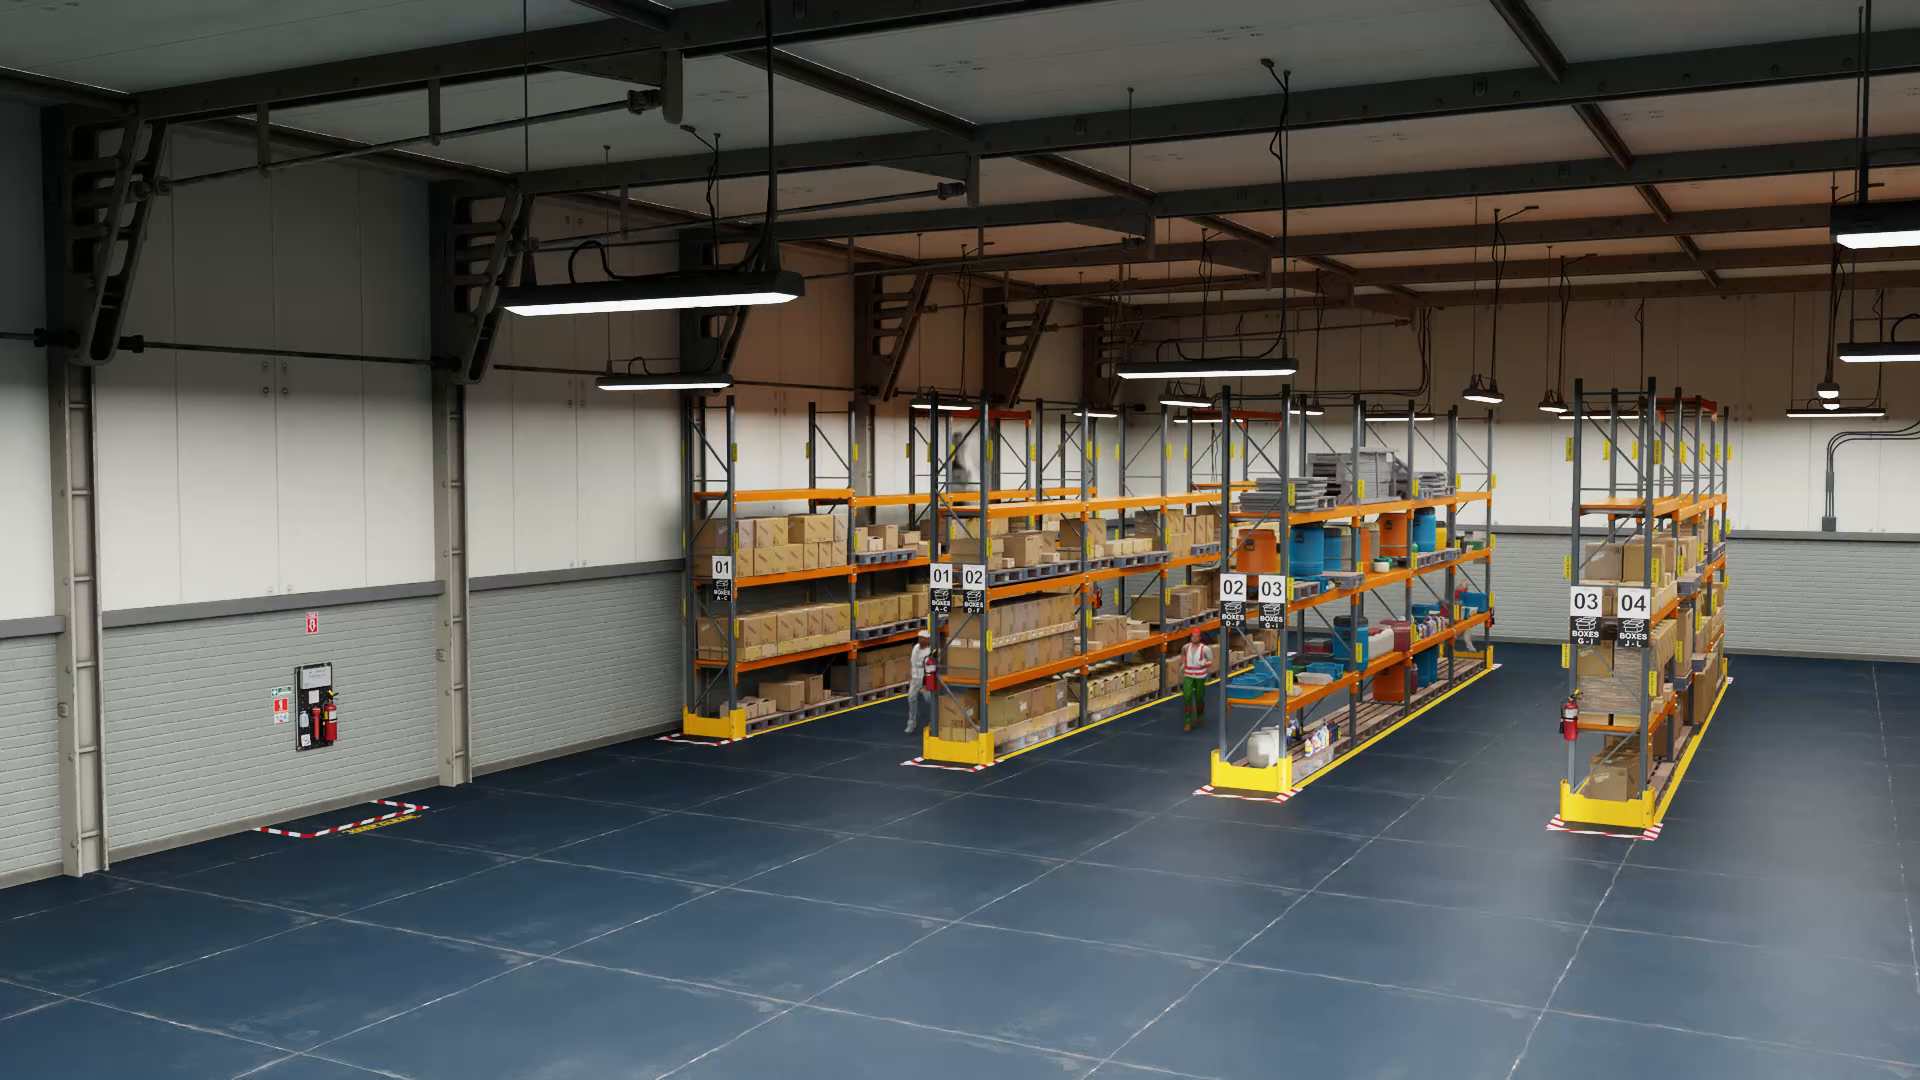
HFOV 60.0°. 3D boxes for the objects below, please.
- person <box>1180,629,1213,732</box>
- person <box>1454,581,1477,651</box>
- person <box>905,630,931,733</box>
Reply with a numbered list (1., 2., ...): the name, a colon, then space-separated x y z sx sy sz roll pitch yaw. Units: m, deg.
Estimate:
1. person: 4.270 2.518 30.106 0.638 1.845 0.843 1 3 17
2. person: 12.771 1.913 42.258 0.656 1.763 0.952 -3 4 -42
3. person: -0.644 2.529 29.921 0.667 1.838 0.870 2 4 34
